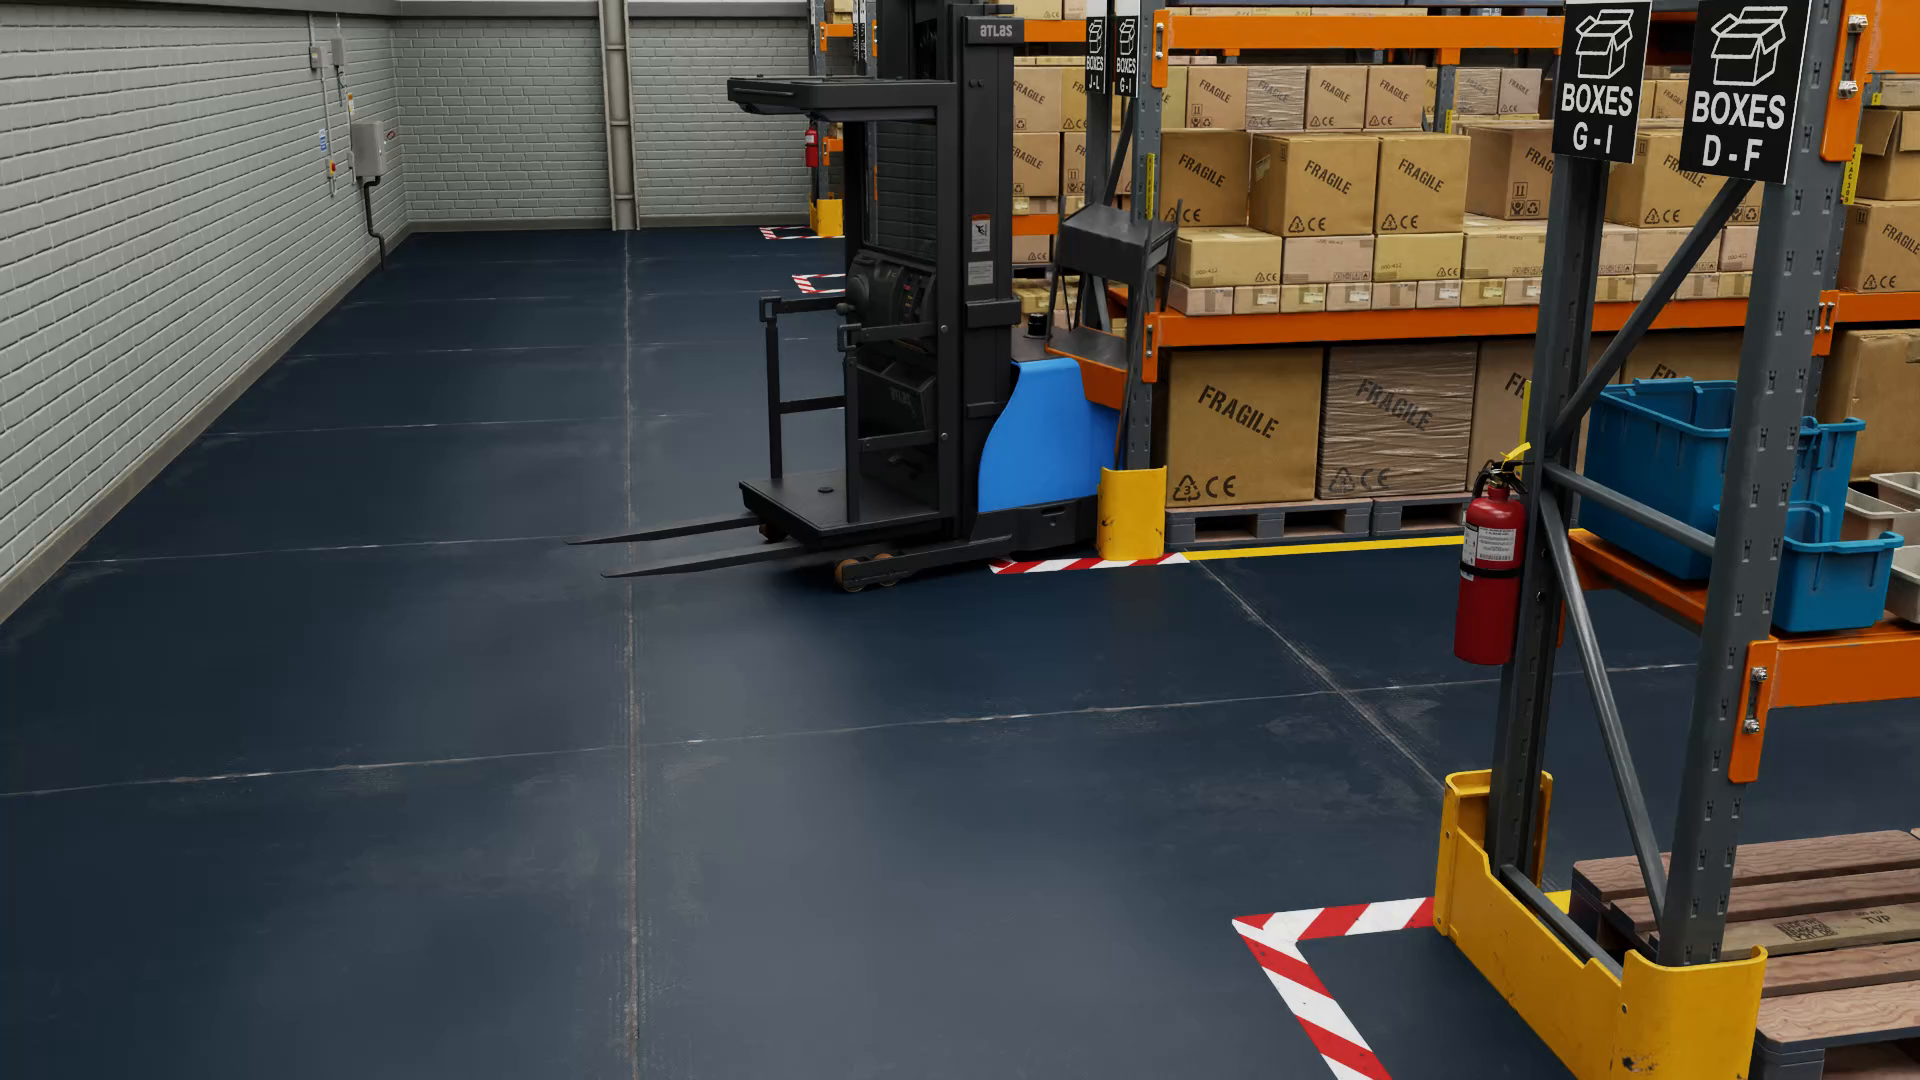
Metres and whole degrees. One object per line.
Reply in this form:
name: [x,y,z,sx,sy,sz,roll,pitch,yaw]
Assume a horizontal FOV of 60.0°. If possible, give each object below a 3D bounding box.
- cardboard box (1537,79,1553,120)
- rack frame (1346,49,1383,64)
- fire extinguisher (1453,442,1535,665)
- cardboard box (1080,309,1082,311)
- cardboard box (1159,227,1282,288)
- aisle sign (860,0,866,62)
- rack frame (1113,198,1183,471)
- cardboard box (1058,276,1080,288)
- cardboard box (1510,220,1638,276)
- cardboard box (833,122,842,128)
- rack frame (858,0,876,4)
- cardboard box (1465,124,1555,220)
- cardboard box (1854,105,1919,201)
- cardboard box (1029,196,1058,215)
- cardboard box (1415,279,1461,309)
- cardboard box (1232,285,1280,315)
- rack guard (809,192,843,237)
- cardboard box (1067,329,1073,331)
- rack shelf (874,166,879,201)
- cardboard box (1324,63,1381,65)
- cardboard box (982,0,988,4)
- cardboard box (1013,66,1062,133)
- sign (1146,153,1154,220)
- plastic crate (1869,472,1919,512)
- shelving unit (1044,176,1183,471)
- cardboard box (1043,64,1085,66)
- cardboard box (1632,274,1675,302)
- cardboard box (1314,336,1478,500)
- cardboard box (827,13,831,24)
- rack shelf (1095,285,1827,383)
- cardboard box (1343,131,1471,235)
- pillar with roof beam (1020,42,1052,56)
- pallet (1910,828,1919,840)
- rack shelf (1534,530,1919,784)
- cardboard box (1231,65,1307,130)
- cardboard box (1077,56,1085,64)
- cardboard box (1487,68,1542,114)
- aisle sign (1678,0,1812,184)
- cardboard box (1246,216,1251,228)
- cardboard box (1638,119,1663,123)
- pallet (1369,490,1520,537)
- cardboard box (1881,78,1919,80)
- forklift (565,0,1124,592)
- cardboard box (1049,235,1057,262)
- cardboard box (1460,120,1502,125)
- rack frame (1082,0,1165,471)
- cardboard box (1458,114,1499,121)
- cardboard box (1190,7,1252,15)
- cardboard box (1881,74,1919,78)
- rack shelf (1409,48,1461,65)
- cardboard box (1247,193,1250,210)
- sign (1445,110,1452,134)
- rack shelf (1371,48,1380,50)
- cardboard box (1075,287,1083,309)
cardboard box: [7.229,-5.293,20.045,0.500,0.500,0.500,-4,17,-12]
rack frame: [5.890,-6.228,24.479,0.127,3.000,1.000,-3,17,-10]
fire extinguisher: [1.566,0.026,4.886,0.183,0.674,0.296,-3,17,-10]
cardboard box: [1.086,-1.904,14.034,0.250,0.149,0.380,-3,17,-10]
cardboard box: [1.383,-1.514,8.881,0.500,0.250,0.500,-4,17,-12]
aisle sign: [-1.035,-5.507,17.704,0.004,0.787,0.394,-3,17,-10]
rack frame: [0.958,-0.775,8.922,0.015,2.100,0.400,20,34,22]
cardboard box: [0.979,-2.204,14.504,0.250,0.149,0.380,-4,17,-12]
cardboard box: [3.396,-1.630,9.258,0.500,0.250,0.500,-3,17,-9]
cardboard box: [-1.468,-5.800,22.836,0.500,0.250,0.500,-3,17,-10]
rack frame: [-1.019,-7.219,17.490,0.127,3.000,1.000,-3,17,-10]
cardboard box: [3.275,-2.138,9.635,0.500,0.500,0.500,-4,17,-12]
cardboard box: [5.414,-2.283,9.756,0.637,0.503,0.797,-4,17,-12]
cardboard box: [0.642,-2.760,13.616,0.250,0.149,0.380,-3,17,-8]
cardboard box: [2.534,-1.372,9.096,0.250,0.149,0.380,-3,17,-11]
cardboard box: [1.524,-1.314,8.909,0.250,0.149,0.380,-4,17,-11]
rack guard: [-1.890,-4.592,23.409,0.348,0.500,1.175,-3,17,-10]
cardboard box: [0.836,-1.743,14.019,0.250,0.149,0.380,-3,17,-11]
rack shelf: [0.945,-4.119,18.839,4.000,0.370,1.077,-3,17,-10]
cardboard box: [3.457,-3.866,14.410,0.500,0.500,0.500,-3,17,-9]
cardboard box: [0.416,-4.394,13.655,0.500,0.250,0.500,-4,17,-12]
cardboard box: [0.510,-3.547,13.370,0.500,0.500,0.500,-3,17,-11]
sign: [0.960,-1.786,8.409,0.005,0.325,0.100,-3,17,-10]
plastic crate: [2.854,-0.079,4.807,0.243,0.136,0.396,-3,17,-10]
shelving unit: [0.745,-0.851,9.014,0.503,2.100,0.431,20,34,22]
cardboard box: [0.919,-3.724,13.946,0.500,0.500,0.500,-4,17,-12]
cardboard box: [3.794,-1.443,9.329,0.250,0.149,0.380,-3,17,-9]
cardboard box: [2.368,-0.789,9.676,0.875,0.875,0.875,-3,17,-10]
cardboard box: [-1.694,-7.181,22.900,0.250,0.149,0.380,-3,17,-9]
rack shelf: [2.825,-1.262,9.538,4.000,0.370,1.077,-3,17,-10]
cardboard box: [2.382,-1.931,8.961,0.500,0.500,0.500,-4,17,-12]
pillar with roof beam: [1.925,-7.853,19.552,0.400,9.000,9.100,-3,17,-10]
pallet: [3.813,1.164,5.161,1.213,0.211,1.003,-3,17,-10]
rack shelf: [3.764,0.166,4.889,4.000,0.370,1.077,-3,17,-10]
cardboard box: [2.525,-3.662,13.746,0.500,0.500,0.500,-3,17,-9]
cardboard box: [1.399,-5.248,18.312,0.250,0.149,0.380,-4,17,-12]
cardboard box: [6.378,-5.219,19.320,0.500,0.500,0.500,-4,17,-12]
aisle sign: [1.786,-1.220,3.747,0.004,0.787,0.394,-3,17,-10]
cardboard box: [1.785,-1.697,9.476,0.500,0.250,0.500,-4,17,-11]
cardboard box: [6.093,-3.697,14.940,0.250,0.149,0.380,-3,17,-9]
pallet: [2.827,-0.296,9.915,1.213,0.211,1.003,-3,17,-10]
cardboard box: [8.813,-3.952,15.197,0.500,0.500,0.700,-3,17,-11]
forklift: [-0.545,-1.313,8.594,3.031,2.935,1.130,-9,19,-28]
cardboard box: [1.393,-3.496,19.234,0.875,0.438,0.875,-4,17,-12]
cardboard box: [4.567,-3.612,14.662,0.250,0.149,0.380,-4,17,-12]
rack frame: [0.861,-1.495,9.069,0.127,3.000,1.000,-3,17,-10]
cardboard box: [5.906,-4.835,19.347,0.500,0.250,0.500,-4,17,-12]
cardboard box: [2.038,-4.330,13.446,0.500,0.250,0.500,-3,17,-11]
cardboard box: [11.236,-5.650,20.218,0.500,0.500,0.700,-3,17,-11]
rack shelf: [5.910,-4.354,14.496,4.000,0.370,1.077,-3,17,-10]
cardboard box: [2.426,-2.876,13.995,0.250,0.149,0.380,-4,17,-11]
sign: [4.057,-3.411,13.833,0.005,0.325,0.100,-3,17,-10]
rack shelf: [3.927,-7.206,23.782,4.000,0.370,1.077,-3,17,-10]
cardboard box: [1.118,-2.011,13.877,0.250,0.149,0.380,-3,17,-11]
